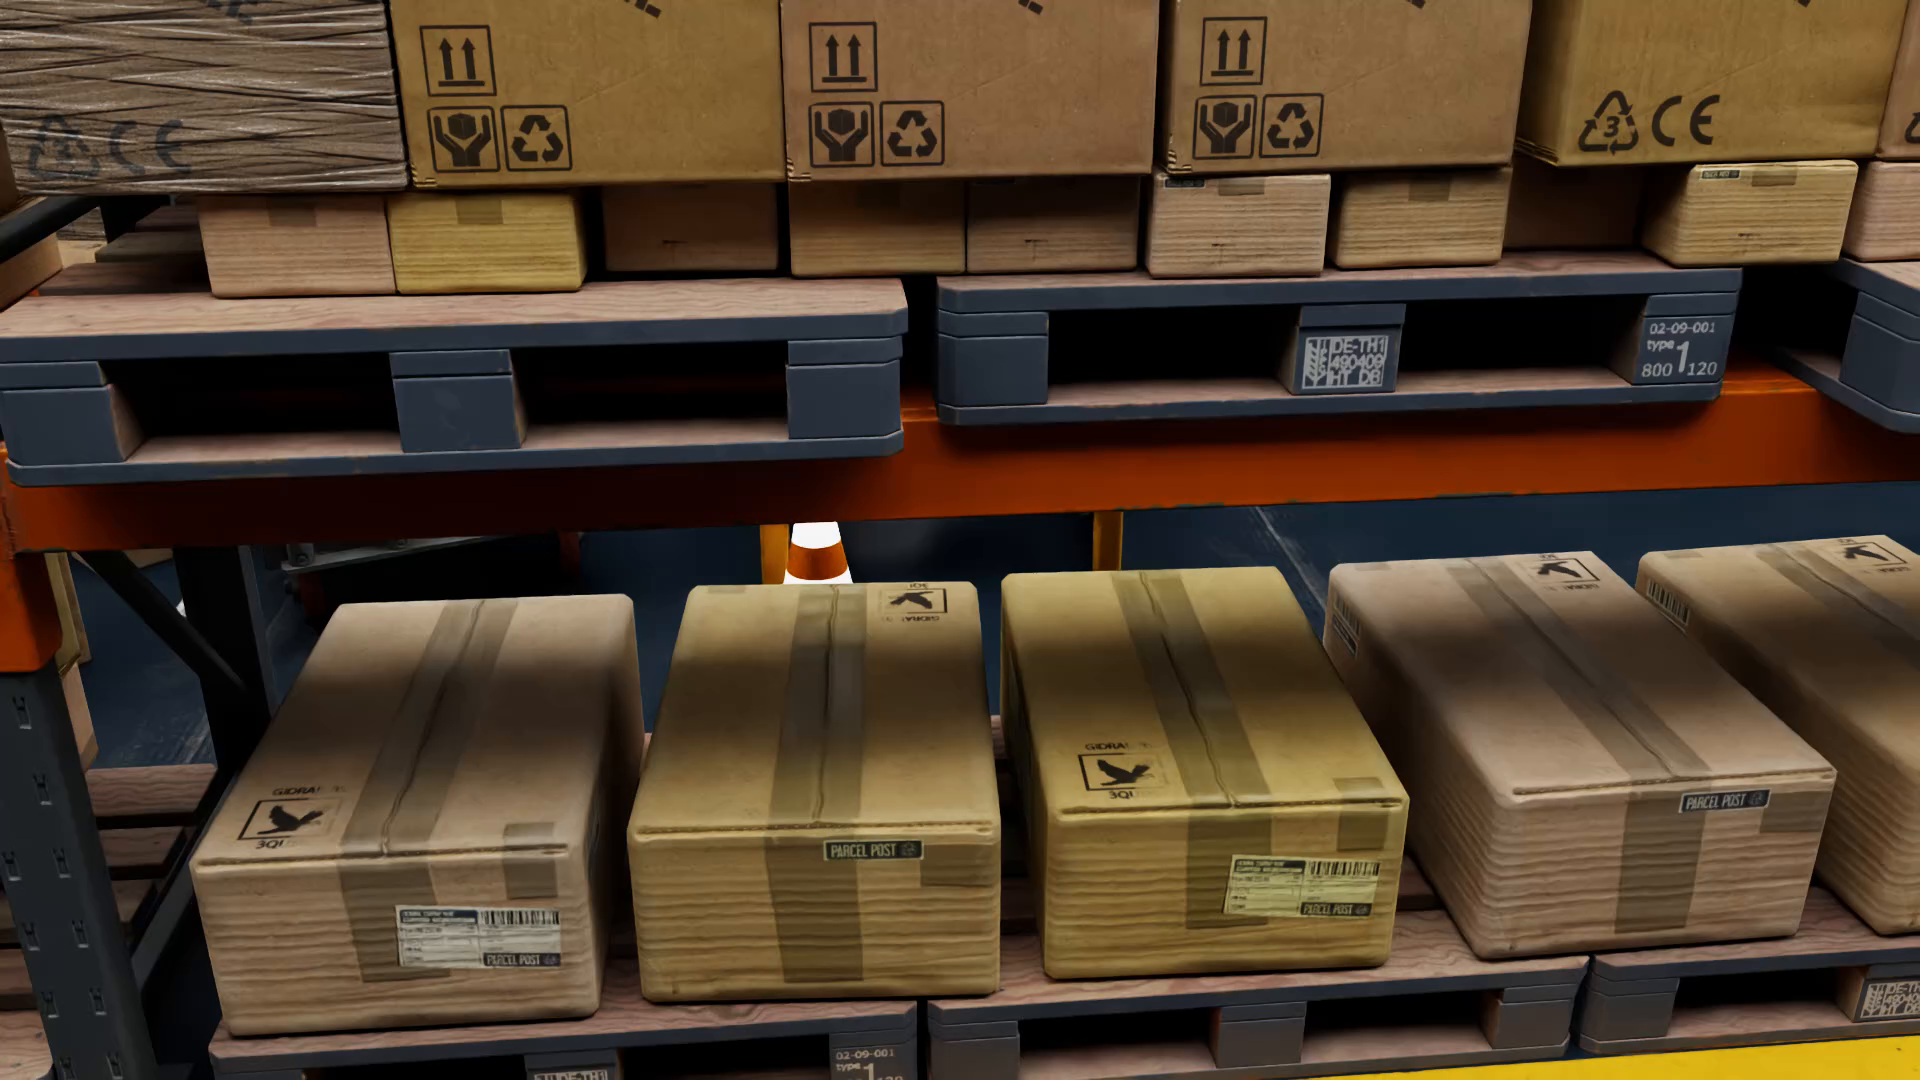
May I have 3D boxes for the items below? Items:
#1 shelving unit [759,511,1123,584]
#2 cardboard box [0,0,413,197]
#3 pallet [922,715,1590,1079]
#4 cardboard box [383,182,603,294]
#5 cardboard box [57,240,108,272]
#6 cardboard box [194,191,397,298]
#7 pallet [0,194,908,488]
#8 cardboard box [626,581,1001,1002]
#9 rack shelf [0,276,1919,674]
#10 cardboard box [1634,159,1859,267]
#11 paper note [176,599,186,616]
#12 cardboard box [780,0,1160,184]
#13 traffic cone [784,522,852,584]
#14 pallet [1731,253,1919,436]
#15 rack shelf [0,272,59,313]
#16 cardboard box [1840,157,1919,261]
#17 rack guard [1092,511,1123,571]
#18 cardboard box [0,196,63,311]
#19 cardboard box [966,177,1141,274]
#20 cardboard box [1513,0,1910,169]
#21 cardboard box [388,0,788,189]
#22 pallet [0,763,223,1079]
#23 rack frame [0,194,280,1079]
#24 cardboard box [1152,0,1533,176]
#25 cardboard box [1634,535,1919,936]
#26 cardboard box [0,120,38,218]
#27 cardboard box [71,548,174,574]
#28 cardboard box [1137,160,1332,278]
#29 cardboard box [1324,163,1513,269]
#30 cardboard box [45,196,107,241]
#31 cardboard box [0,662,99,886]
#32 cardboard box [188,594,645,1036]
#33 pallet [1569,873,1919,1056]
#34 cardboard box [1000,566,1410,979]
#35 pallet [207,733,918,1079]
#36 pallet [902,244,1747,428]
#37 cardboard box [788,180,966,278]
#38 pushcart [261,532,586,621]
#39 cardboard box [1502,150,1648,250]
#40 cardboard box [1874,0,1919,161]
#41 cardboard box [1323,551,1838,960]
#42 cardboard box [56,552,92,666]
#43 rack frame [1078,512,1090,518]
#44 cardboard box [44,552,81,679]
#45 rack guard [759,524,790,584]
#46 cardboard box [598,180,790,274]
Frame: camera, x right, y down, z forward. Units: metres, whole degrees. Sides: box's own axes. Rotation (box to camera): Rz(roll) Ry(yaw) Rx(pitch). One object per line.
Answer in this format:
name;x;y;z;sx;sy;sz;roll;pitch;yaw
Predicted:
shelving unit;-0.076;-0.682;4.939;1.083;1.500;0.587;-2;24;-5
cardboard box;-1.001;-0.783;2.313;0.500;0.500;0.500;-2;24;-4
pallet;0.496;0.685;3.448;1.213;0.211;1.003;-2;24;-5
cardboard box;-0.665;-0.485;2.440;0.250;0.149;0.380;-2;24;-4
cardboard box;-3.527;-0.886;6.625;0.500;0.500;0.500;2;24;4
cardboard box;-0.915;-0.479;2.426;0.250;0.149;0.380;-2;24;-4
pallet;-0.721;-0.391;2.673;1.213;0.211;1.003;-2;24;-5
cardboard box;-0.259;0.450;3.263;0.625;0.372;0.950;-1;24;-2
rack shelf;0.494;-0.258;3.023;4.000;0.370;1.077;-2;24;-5
cardboard box;1.152;-0.544;2.573;0.250;0.149;0.380;-2;24;-4
paper note;-2.191;0.181;4.805;0.142;0.019;0.148;-2;24;-5
cardboard box;-0.009;-0.818;2.391;0.500;0.500;0.500;-2;24;-5
traffic cone;-0.400;0.037;4.598;0.334;0.463;0.336;-2;24;-5
pallet;1.786;-0.508;2.935;1.003;0.211;1.213;-2;24;-5
rack shelf;-3.486;-0.099;2.664;4.000;0.370;1.077;-2;24;-5
cardboard box;1.424;-0.561;2.611;0.250;0.149;0.380;-3;24;-8
rack guard;0.420;-0.131;5.237;0.087;0.250;0.587;-2;24;-5
cardboard box;-1.841;-0.509;3.012;0.250;0.149;0.380;-2;24;-5
cardboard box;0.115;-0.530;2.541;0.250;0.149;0.380;-2;24;-5
cardboard box;1.044;-0.864;2.495;0.500;0.500;0.500;-4;24;-9
cardboard box;-0.503;-0.804;2.359;0.500;0.500;0.500;-2;24;-5
pallet;-2.161;0.808;3.172;1.213;0.211;1.003;-2;24;-5
rack frame;-1.496;-0.507;2.698;0.127;3.000;1.000;-2;24;-5
cardboard box;0.501;-0.843;2.446;0.500;0.500;0.500;-3;24;-7
cardboard box;1.921;0.361;3.464;0.625;0.372;0.950;-4;24;-9
cardboard box;-1.961;-0.784;2.831;0.500;0.500;0.500;-2;24;-5
cardboard box;-2.518;-0.093;5.132;0.258;0.266;0.396;22;32;40
cardboard box;0.385;-0.519;2.518;0.250;0.149;0.380;-1;24;-3
cardboard box;0.647;-0.542;2.568;0.250;0.149;0.380;-3;24;-7
cardboard box;-3.612;-1.690;7.459;0.875;0.875;0.875;-2;24;-5
cardboard box;-2.110;0.472;3.363;0.500;0.250;0.500;-3;24;-8
cardboard box;-0.974;0.480;3.196;0.625;0.372;0.950;-2;24;-4
pallet;1.707;0.638;3.555;1.213;0.211;1.003;-2;24;-5
cardboard box;0.433;0.421;3.327;0.625;0.372;0.950;-2;24;-3
pallet;-0.721;0.735;3.335;1.213;0.211;1.003;-2;24;-5
pallet;0.519;-0.484;2.881;1.213;0.211;1.003;-2;24;-5
cardboard box;-0.131;-0.521;2.520;0.250;0.149;0.380;-2;24;-4
pushcart;-1.770;-0.228;5.299;0.936;0.377;1.648;-11;26;-23
cardboard box;0.889;-0.585;2.665;0.250;0.149;0.380;-2;24;-5
cardboard box;1.546;-0.885;2.541;0.500;0.500;0.500;-3;24;-6
cardboard box;1.188;0.393;3.390;0.625;0.372;0.950;-3;24;-6
cardboard box;-2.696;0.127;4.346;0.500;0.500;0.500;16;28;31
rack frame;0.421;-0.702;4.983;0.032;1.500;0.500;-2;24;-5
cardboard box;-2.110;0.129;3.211;0.500;0.500;0.500;-1;24;-3
rack guard;-0.571;-0.091;5.148;0.087;0.250;0.587;-2;24;-5
cardboard box;-0.391;-0.527;2.535;0.250;0.149;0.380;-1;24;-2
